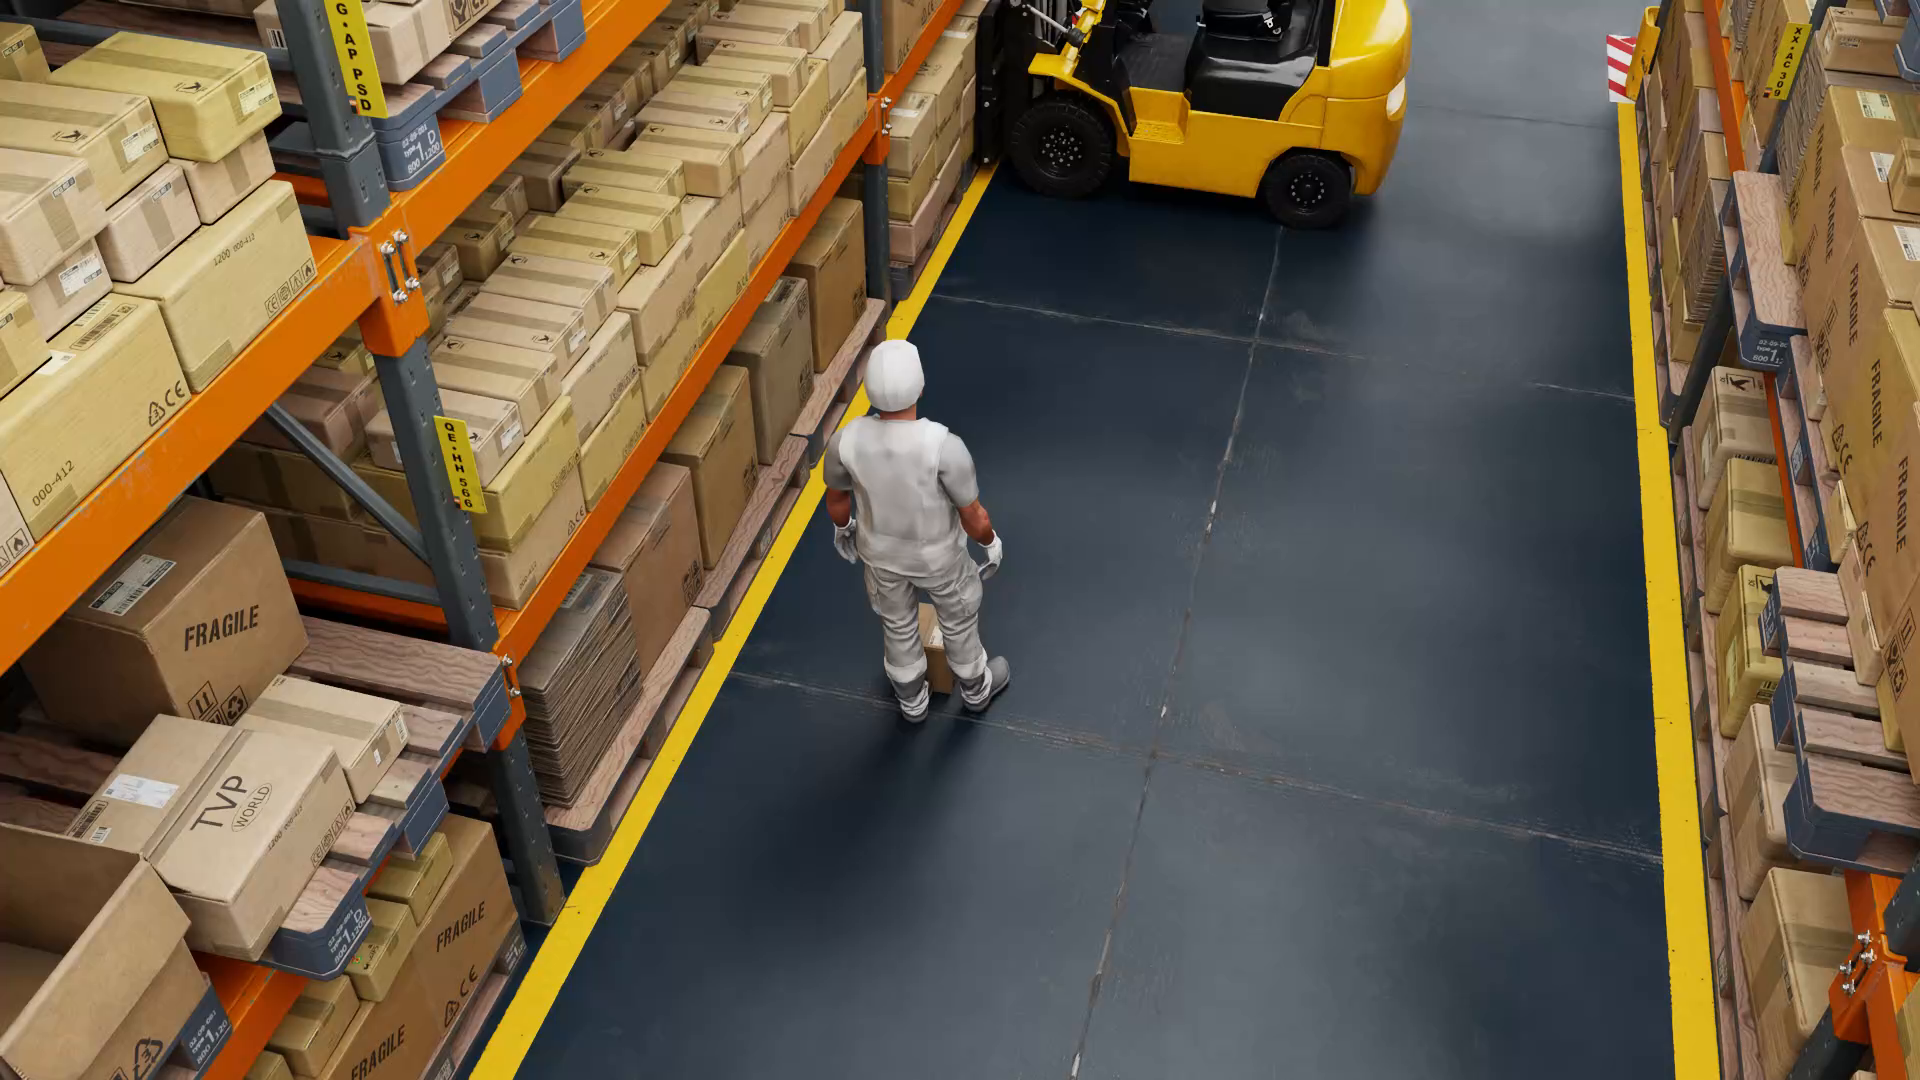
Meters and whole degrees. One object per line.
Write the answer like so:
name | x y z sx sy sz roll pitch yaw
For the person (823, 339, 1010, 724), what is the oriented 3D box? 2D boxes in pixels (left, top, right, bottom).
person | -0.145 -0.025 6.154 0.638 1.790 0.561 10 42 11
